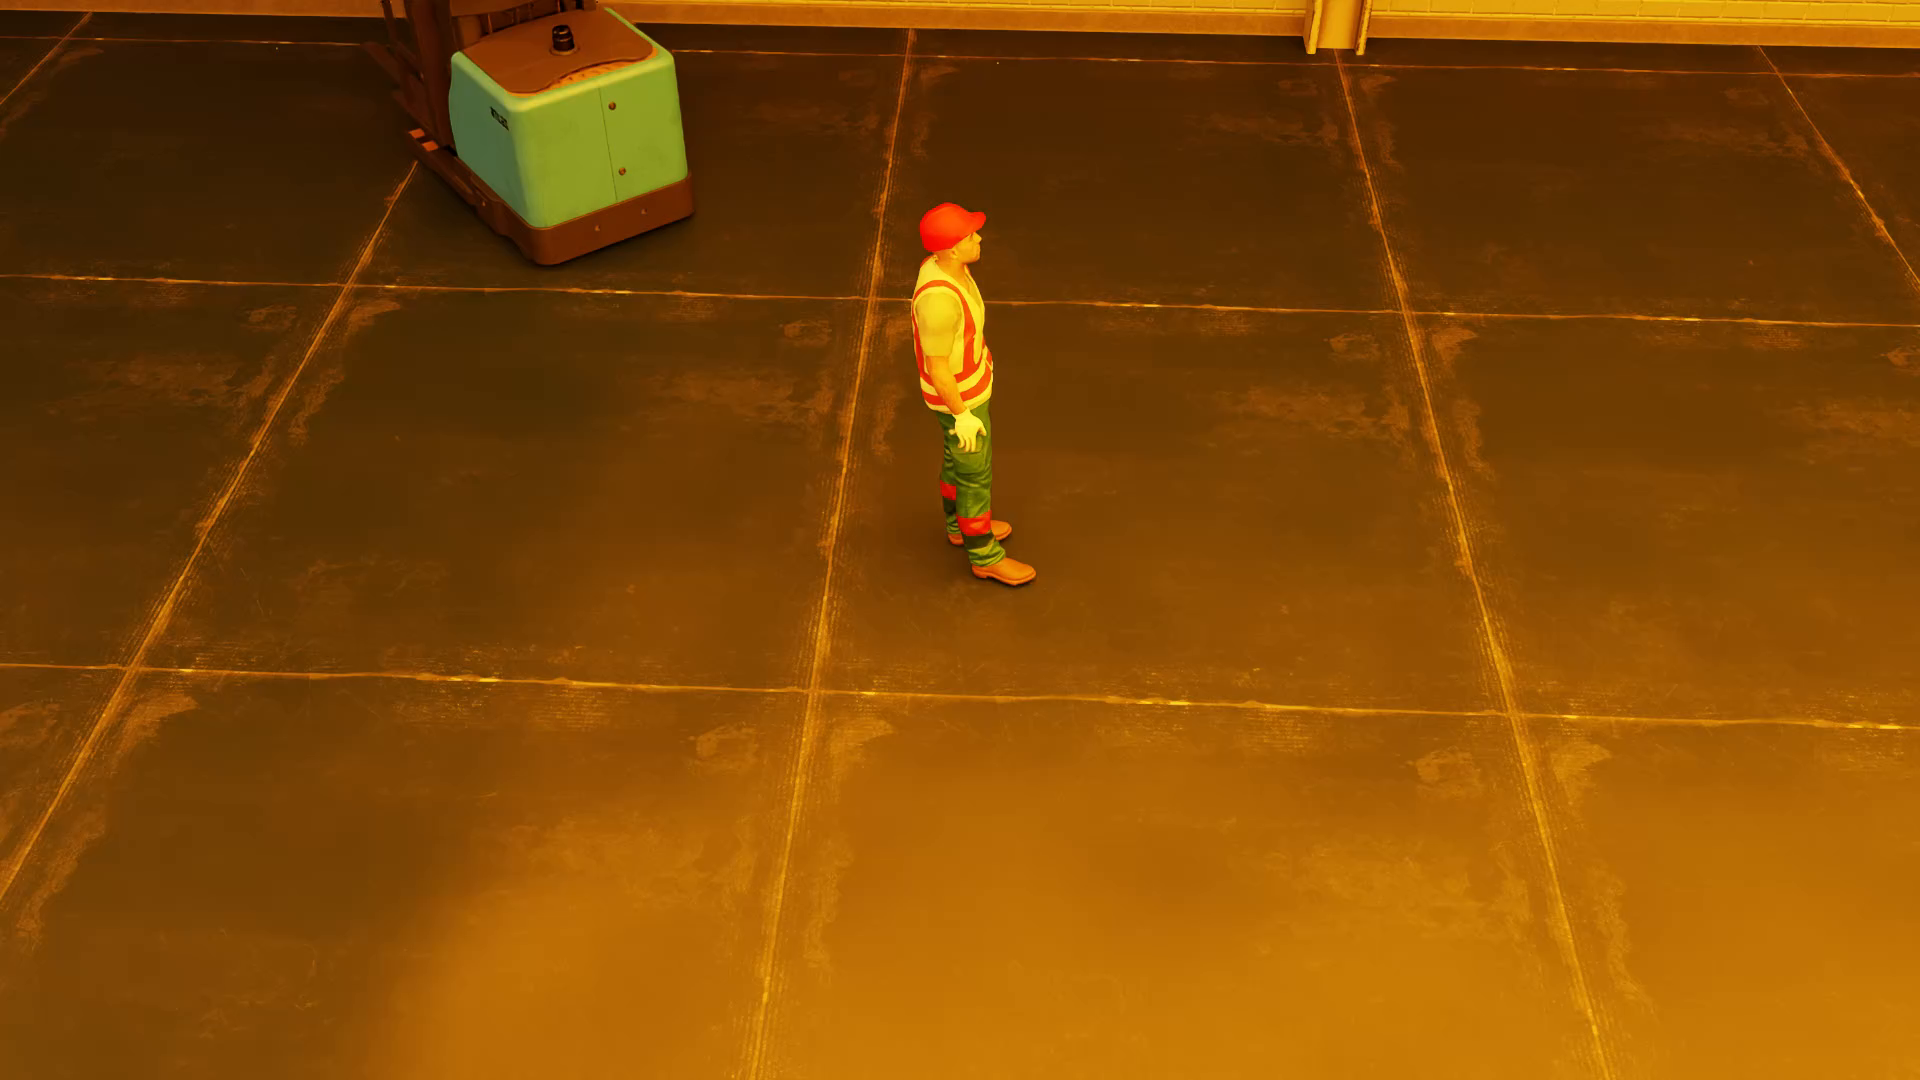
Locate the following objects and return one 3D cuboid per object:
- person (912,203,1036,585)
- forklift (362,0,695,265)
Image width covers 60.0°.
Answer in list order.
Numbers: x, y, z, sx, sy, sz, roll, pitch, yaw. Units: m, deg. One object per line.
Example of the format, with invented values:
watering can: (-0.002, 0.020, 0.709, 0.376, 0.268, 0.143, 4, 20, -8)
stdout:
person: (0.080, -0.656, 7.296, 0.562, 1.790, 0.637, 2, 42, 2)
forklift: (-2.876, -3.604, 9.690, 1.130, 2.935, 3.031, -27, 49, -26)
